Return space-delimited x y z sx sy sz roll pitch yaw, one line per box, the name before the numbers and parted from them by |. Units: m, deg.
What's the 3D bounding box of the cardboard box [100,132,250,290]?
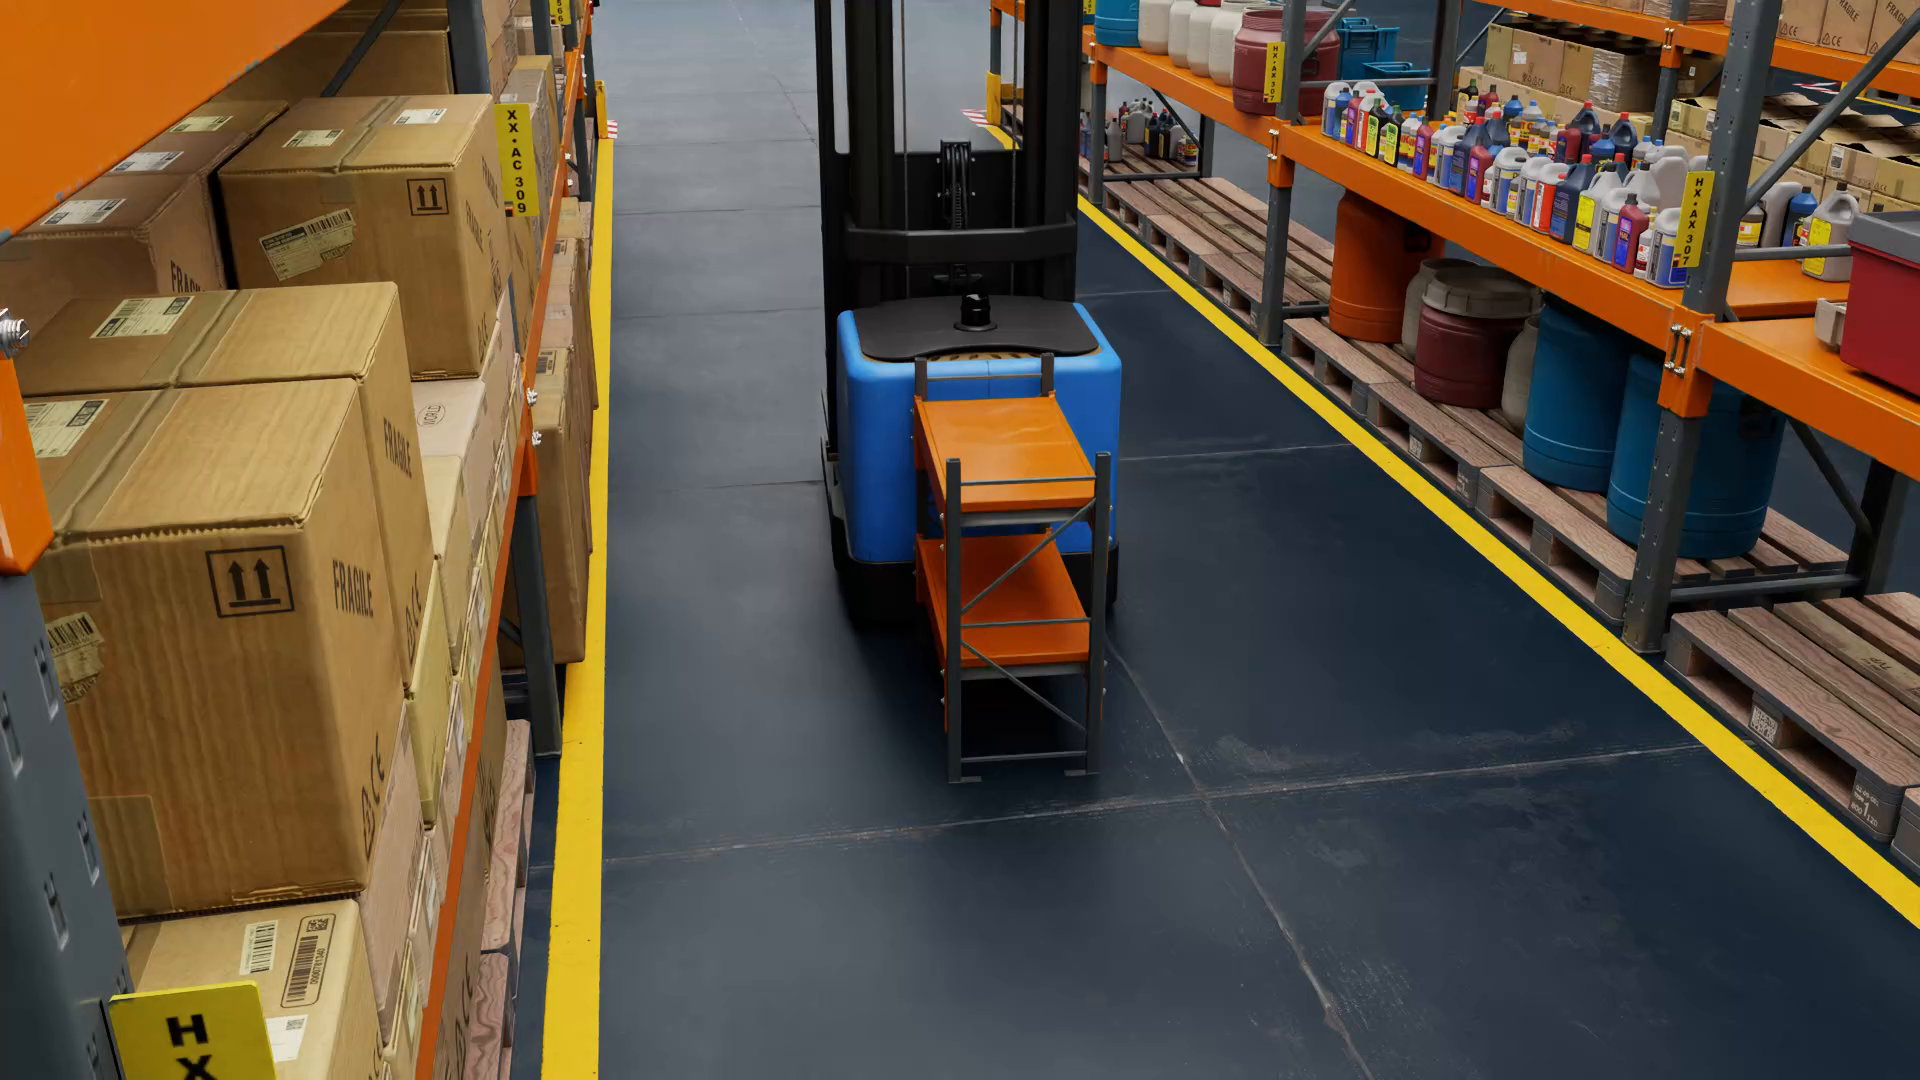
cardboard box | -1.918 -0.642 3.851 0.500 0.500 0.500 -4 24 -10

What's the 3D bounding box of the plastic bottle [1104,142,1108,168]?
plastic bottle | 1.176 -3.185 13.741 0.097 0.201 0.097 0 24 0

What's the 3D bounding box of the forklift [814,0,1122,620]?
forklift | -0.075 -1.591 7.231 1.130 2.935 3.031 -3 24 -6

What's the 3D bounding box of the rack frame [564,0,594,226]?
rack frame | -3.318 -3.779 12.155 1.000 3.000 0.127 -4 24 -10

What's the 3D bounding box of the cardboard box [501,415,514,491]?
cardboard box | -1.366 -0.219 4.319 0.380 0.149 0.250 -5 24 -11

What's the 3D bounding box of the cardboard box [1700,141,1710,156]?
cardboard box | 6.342 -3.065 13.431 0.500 0.250 0.500 -4 24 -8

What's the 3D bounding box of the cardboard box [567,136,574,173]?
cardboard box | -3.466 -3.211 13.453 0.500 0.500 0.500 3 24 7

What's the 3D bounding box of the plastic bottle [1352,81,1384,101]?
plastic bottle | 2.201 -2.333 8.998 0.152 0.276 0.135 -4 24 -10

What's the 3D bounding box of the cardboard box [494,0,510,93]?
cardboard box | -2.342 -2.166 7.084 0.797 0.503 0.637 -4 24 -9

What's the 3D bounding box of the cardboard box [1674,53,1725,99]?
cardboard box | 6.640 -3.993 14.618 0.500 0.500 0.500 -4 24 -10

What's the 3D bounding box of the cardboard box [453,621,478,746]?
cardboard box | -1.127 0.287 3.159 0.380 0.149 0.250 -5 24 -11

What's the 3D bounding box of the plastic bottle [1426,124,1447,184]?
plastic bottle | 2.259 -1.817 7.824 0.097 0.271 0.097 0 24 0

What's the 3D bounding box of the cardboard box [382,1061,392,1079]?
cardboard box | -0.890 0.791 2.005 0.380 0.149 0.250 -5 24 -11

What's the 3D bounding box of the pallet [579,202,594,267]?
pallet | -3.173 -2.195 12.013 1.003 0.211 1.213 -4 24 -10

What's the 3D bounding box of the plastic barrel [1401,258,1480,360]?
plastic barrel | 2.588 -1.218 8.875 0.421 0.512 0.421 0 24 0

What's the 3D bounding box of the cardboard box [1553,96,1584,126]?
cardboard box | 5.928 -4.003 15.577 0.500 0.250 0.500 -4 24 -10

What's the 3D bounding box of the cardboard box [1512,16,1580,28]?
cardboard box | 6.070 -5.171 17.317 0.500 0.500 0.500 -4 24 -10

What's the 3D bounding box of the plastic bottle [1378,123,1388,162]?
plastic bottle | 2.156 -2.005 8.342 0.097 0.201 0.097 0 24 0

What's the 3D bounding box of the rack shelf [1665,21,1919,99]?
rack shelf | 6.788 -3.395 12.173 1.077 0.370 4.000 -4 24 -10

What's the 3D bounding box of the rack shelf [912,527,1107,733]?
rack shelf | 0.148 0.287 5.799 0.538 0.278 1.000 -3 24 -6

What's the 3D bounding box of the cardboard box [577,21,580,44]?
cardboard box | -3.096 -3.870 12.678 0.380 0.149 0.250 -4 24 -10

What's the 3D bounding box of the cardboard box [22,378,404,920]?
cardboard box | -1.015 0.124 2.097 0.500 0.500 0.500 -5 24 -11

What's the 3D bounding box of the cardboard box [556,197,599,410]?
cardboard box | -2.472 -1.152 8.269 1.225 0.875 0.875 -5 24 -12

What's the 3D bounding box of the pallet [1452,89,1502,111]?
pallet | 5.861 -4.509 17.310 1.003 0.211 1.213 -4 24 -10

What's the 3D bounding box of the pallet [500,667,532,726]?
pallet | -2.056 0.347 6.191 1.003 0.211 1.213 -4 24 -10

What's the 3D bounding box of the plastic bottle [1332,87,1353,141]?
plastic bottle | 2.046 -2.272 8.864 0.097 0.271 0.097 0 24 0

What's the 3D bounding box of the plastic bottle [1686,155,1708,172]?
plastic bottle | 3.146 -1.517 7.130 0.152 0.276 0.135 -4 24 -10

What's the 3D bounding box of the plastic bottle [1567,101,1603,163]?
plastic bottle | 2.983 -1.907 7.930 0.144 0.351 0.185 -4 24 -10

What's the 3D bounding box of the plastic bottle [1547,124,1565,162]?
plastic bottle | 2.955 -1.948 8.211 0.097 0.201 0.097 0 24 0

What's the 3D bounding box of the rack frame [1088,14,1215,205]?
rack frame | 1.549 -4.146 12.995 1.000 3.000 0.127 -4 24 -10

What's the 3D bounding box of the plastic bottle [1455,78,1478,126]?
plastic bottle | 2.783 -2.391 9.124 0.061 0.283 0.133 -4 24 -10

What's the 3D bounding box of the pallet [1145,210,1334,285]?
pallet | 1.961 -2.081 11.751 1.003 0.211 1.213 -4 24 -10

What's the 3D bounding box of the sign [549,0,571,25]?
sign | -2.034 -2.779 8.418 0.100 0.325 0.005 -4 24 -10

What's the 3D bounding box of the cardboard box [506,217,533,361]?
cardboard box | -1.679 -0.878 5.387 0.500 0.500 0.500 -4 24 -10

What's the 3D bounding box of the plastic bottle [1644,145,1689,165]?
plastic bottle | 3.103 -1.608 7.339 0.152 0.276 0.135 -4 24 -10

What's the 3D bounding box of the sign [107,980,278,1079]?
sign | -0.553 0.469 1.248 0.100 0.325 0.005 -4 24 -10

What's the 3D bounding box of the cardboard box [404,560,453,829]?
cardboard box | -1.115 0.263 2.717 0.500 0.250 0.500 -5 24 -12

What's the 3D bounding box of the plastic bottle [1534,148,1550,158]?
plastic bottle | 2.528 -1.574 7.267 0.097 0.271 0.097 0 24 0

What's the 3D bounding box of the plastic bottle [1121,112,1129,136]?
plastic bottle | 1.506 -3.776 15.095 0.097 0.201 0.097 0 24 0

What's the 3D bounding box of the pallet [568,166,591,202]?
pallet | -3.477 -2.763 13.312 1.003 0.211 1.213 -4 24 -10

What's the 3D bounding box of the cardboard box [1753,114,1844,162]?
cardboard box | 6.434 -3.119 12.853 0.500 0.311 0.500 -5 24 -11

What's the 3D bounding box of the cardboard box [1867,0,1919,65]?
cardboard box | 6.831 -3.642 11.717 0.500 0.500 0.500 -6 24 -13

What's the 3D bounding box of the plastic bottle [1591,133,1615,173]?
plastic bottle | 2.931 -1.719 7.600 0.097 0.271 0.097 0 24 0

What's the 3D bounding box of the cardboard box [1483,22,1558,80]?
cardboard box | 5.653 -4.936 16.779 0.500 0.500 0.500 -4 24 -10

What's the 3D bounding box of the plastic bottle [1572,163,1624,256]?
plastic bottle | 2.537 -1.314 6.572 0.144 0.351 0.185 -4 24 -10

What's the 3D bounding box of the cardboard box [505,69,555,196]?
cardboard box | -2.158 -1.879 7.680 0.500 0.500 0.500 -5 24 -10

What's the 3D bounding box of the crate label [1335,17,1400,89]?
crate label | 2.371 -2.999 10.326 0.502 0.435 0.616 -4 24 -10

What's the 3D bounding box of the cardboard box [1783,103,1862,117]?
cardboard box | 6.877 -3.358 13.401 0.500 0.311 0.500 -4 24 -8

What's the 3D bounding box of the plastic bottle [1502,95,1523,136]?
plastic bottle | 2.865 -2.172 8.636 0.097 0.271 0.097 0 24 0

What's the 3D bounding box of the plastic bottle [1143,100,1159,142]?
plastic bottle | 1.694 -3.723 14.787 0.144 0.351 0.185 -4 24 -10

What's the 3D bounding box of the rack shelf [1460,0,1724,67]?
rack shelf | 6.048 -4.968 15.776 1.077 0.370 4.000 -4 24 -10

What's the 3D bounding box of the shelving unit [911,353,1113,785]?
shelving unit | 0.148 0.063 5.701 0.538 1.125 1.048 -3 24 -6

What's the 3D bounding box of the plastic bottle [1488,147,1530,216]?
plastic bottle | 2.409 -1.560 7.228 0.152 0.276 0.135 -4 24 -10

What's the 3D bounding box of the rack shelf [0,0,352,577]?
rack shelf | -1.469 -0.891 2.693 1.077 0.370 4.000 -4 24 -10

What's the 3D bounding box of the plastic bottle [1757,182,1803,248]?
plastic bottle | 3.250 -1.296 6.626 0.152 0.276 0.135 -4 24 -10

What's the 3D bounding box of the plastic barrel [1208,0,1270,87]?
plastic barrel | 1.811 -3.178 10.640 0.421 0.512 0.421 0 24 0

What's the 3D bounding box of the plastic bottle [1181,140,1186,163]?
plastic bottle | 1.902 -3.263 13.919 0.097 0.201 0.097 0 24 0
